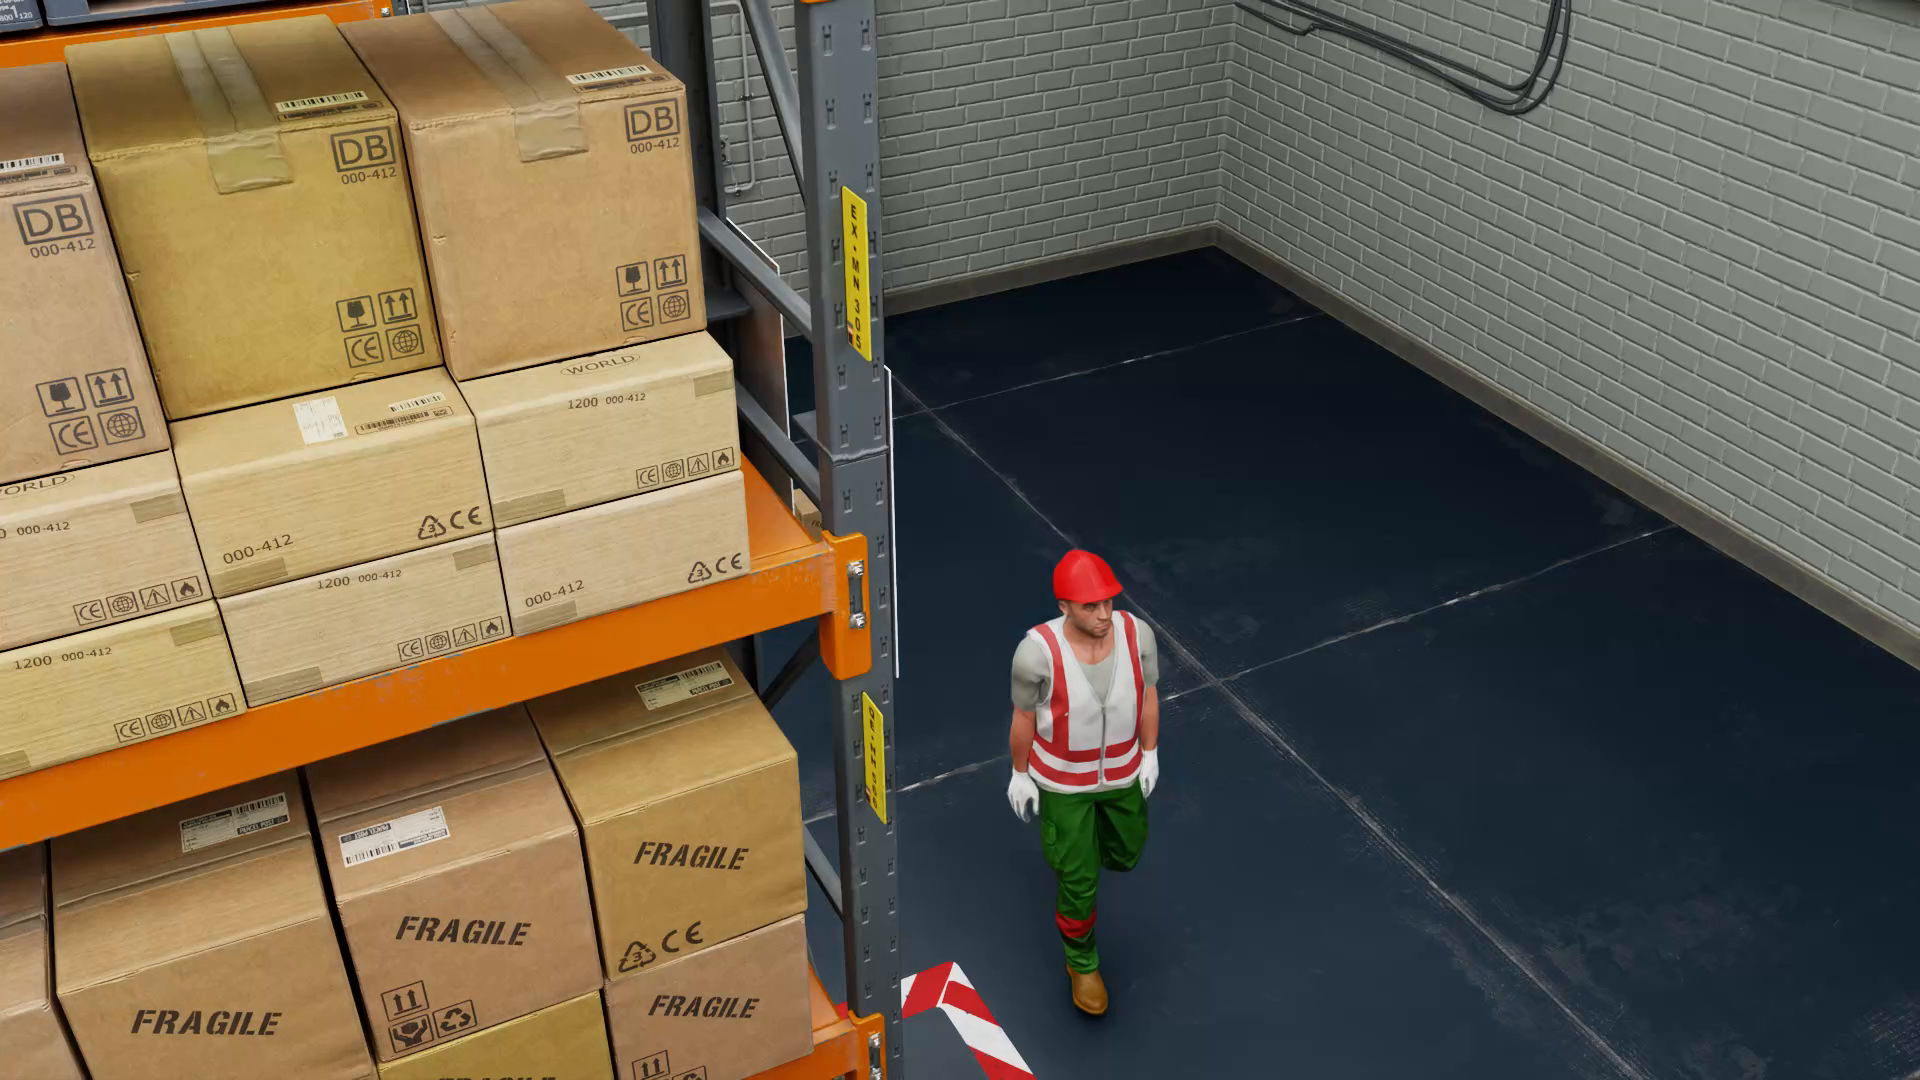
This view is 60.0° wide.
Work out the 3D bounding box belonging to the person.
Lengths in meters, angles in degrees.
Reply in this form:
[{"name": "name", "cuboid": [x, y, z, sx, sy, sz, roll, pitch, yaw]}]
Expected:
[{"name": "person", "cuboid": [0.435, 0.788, 5.869, 0.551, 1.770, 0.789, -10, 34, -16]}]
